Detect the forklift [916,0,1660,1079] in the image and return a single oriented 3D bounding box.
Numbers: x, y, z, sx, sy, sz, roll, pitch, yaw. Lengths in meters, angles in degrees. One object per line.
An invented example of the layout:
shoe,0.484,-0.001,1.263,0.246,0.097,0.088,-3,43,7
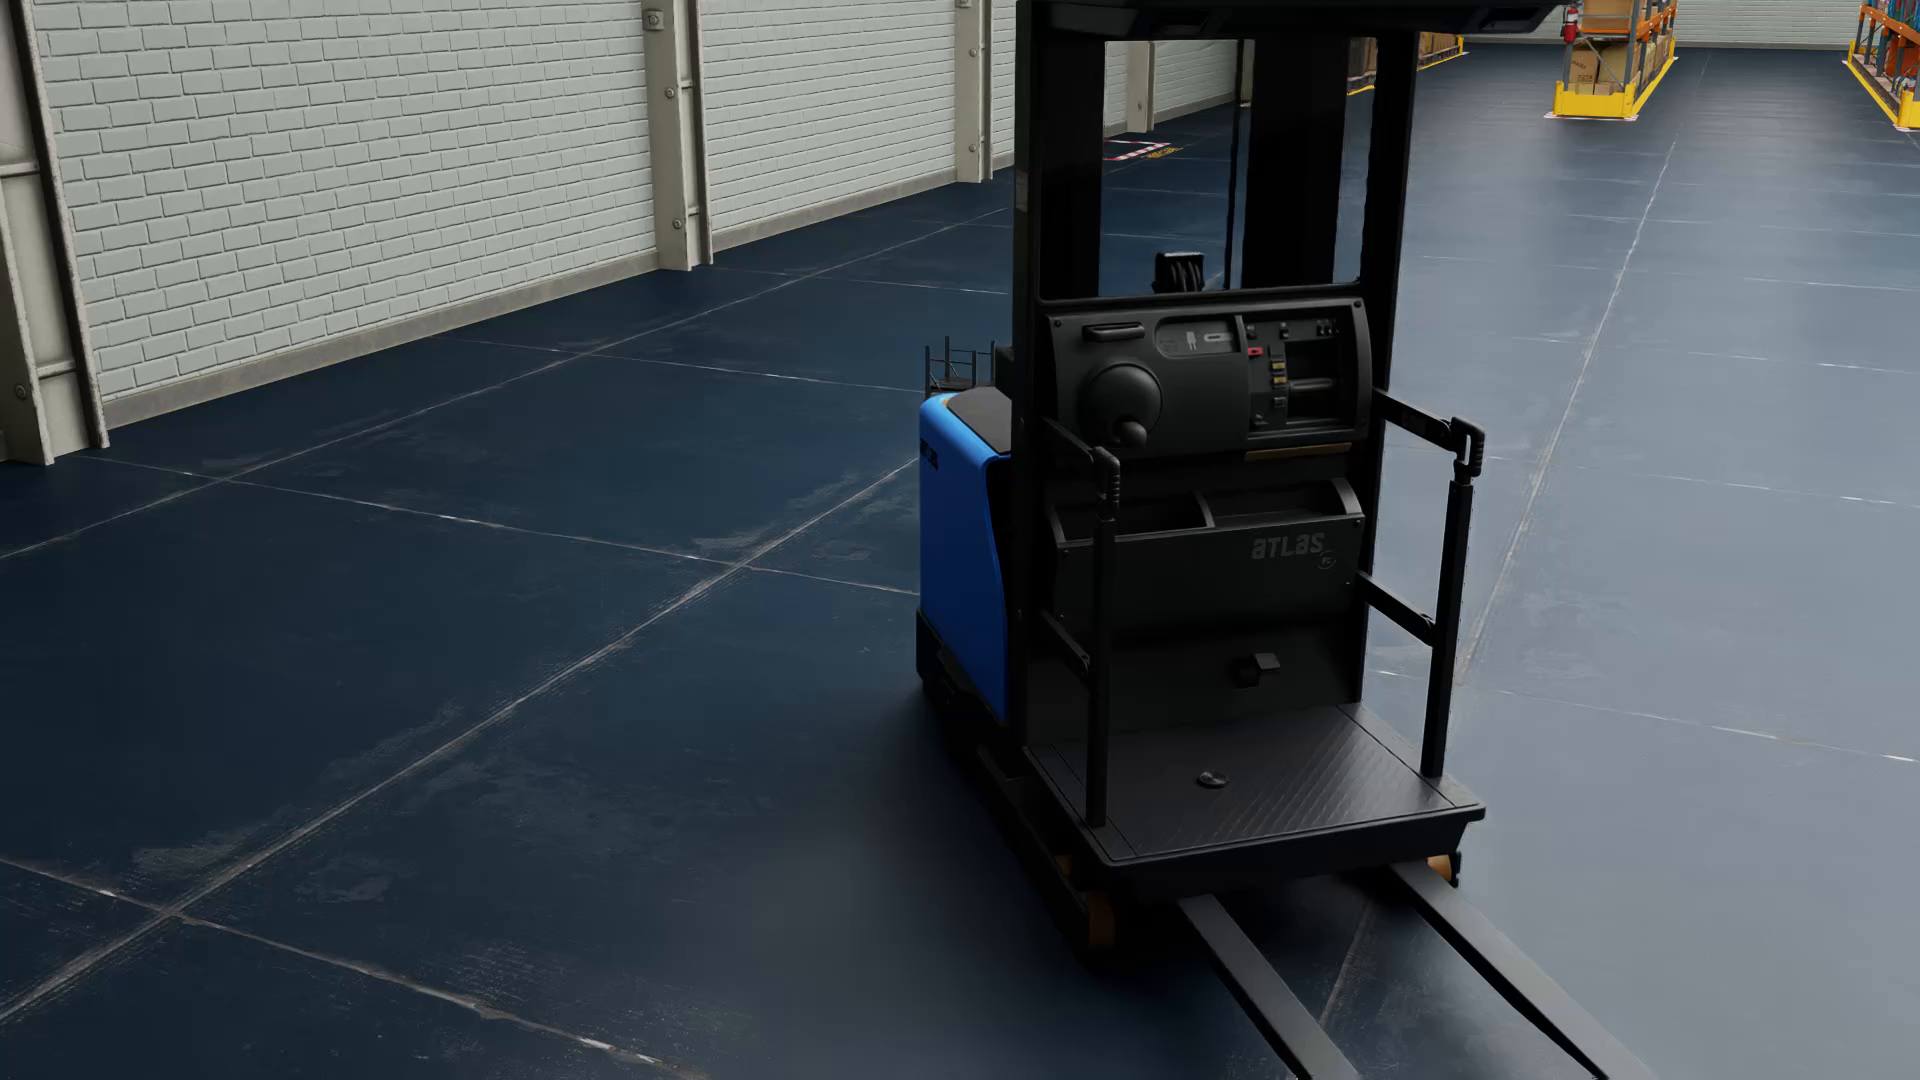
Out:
forklift,0.750,-0.437,4.325,1.130,2.935,3.031,-6,20,-15

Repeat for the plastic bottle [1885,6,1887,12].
plastic bottle,18.021,-10.308,32.274,0.097,0.201,0.097,0,20,0

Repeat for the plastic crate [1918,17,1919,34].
plastic crate,14.542,-7.646,24.714,0.499,0.251,0.616,9,21,23

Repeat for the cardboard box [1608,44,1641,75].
cardboard box,11.324,-8.205,28.421,0.500,0.500,0.500,9,21,23

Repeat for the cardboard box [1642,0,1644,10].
cardboard box,12.276,-9.866,30.586,0.500,0.500,0.500,10,22,27

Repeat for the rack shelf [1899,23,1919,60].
rack shelf,15.430,-7.794,25.983,1.077,0.370,4.000,9,21,23

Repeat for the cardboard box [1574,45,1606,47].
cardboard box,10.643,-8.124,28.193,0.500,0.500,0.500,9,21,23

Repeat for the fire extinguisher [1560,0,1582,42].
fire extinguisher,9.621,-8.194,26.148,0.296,0.674,0.183,9,21,23

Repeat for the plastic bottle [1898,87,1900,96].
plastic bottle,15.325,-7.303,27.046,0.097,0.201,0.097,0,20,0

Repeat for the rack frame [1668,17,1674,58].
rack frame,16.645,-13.094,39.811,1.000,3.000,0.127,9,21,23

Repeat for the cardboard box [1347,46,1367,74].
cardboard box,7.496,-9.361,32.388,0.700,0.500,0.500,9,22,25

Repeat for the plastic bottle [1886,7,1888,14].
plastic bottle,17.861,-10.189,31.940,0.097,0.201,0.097,0,20,0

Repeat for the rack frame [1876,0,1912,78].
rack frame,17.886,-9.968,31.020,1.000,3.000,0.127,9,21,23

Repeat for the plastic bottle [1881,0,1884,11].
plastic bottle,18.513,-10.689,33.233,0.152,0.276,0.135,9,21,23

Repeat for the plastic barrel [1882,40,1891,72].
plastic barrel,18.534,-9.526,32.751,0.600,0.588,0.708,9,21,23

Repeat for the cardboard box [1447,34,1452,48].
cardboard box,11.724,-12.412,40.997,0.700,0.500,0.500,8,21,23

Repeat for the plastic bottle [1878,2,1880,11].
plastic bottle,18.838,-10.931,33.913,0.152,0.276,0.135,9,21,23

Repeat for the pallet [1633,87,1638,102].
pallet,11.367,-7.874,29.296,1.003,0.211,1.213,9,21,23

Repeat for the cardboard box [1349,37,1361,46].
cardboard box,7.674,-9.849,32.642,0.500,0.250,0.500,8,21,22

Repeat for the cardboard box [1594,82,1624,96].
cardboard box,10.516,-7.239,26.823,0.500,0.250,0.500,9,21,23

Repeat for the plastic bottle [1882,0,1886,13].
plastic bottle,18.261,-10.541,32.808,0.061,0.283,0.133,9,21,23

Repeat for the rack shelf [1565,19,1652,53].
rack shelf,10.912,-8.475,27.897,1.077,0.370,4.000,9,21,23

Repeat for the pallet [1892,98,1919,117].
pallet,15.437,-6.857,26.435,1.003,0.211,1.213,9,21,23

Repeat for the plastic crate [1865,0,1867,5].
plastic crate,20.276,-11.993,37.018,0.250,0.136,0.298,9,21,23

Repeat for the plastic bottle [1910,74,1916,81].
plastic bottle,15.671,-7.494,27.362,0.144,0.351,0.185,9,21,23

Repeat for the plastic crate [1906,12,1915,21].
plastic crate,15.918,-8.573,27.191,0.767,0.338,0.504,9,21,23

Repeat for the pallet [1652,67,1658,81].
pallet,13.709,-9.558,34.029,1.003,0.211,1.213,9,21,23

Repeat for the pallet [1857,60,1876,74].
pallet,19.790,-10.107,35.572,1.003,0.211,1.213,9,21,23

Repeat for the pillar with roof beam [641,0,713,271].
pillar with roof beam,1.626,-5.947,10.763,9.100,9.000,0.400,9,21,23

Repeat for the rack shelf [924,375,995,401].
rack shelf,0.003,-0.649,7.246,0.258,0.077,0.200,9,21,23

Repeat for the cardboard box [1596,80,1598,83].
cardboard box,10.237,-7.464,27.457,0.500,0.250,0.500,9,21,23

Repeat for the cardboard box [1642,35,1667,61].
cardboard box,15.066,-10.711,36.183,0.500,0.500,0.500,8,21,22

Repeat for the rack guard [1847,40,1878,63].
rack guard,21.160,-11.245,38.341,1.175,0.500,0.348,9,21,23

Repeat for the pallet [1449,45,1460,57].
pallet,11.868,-12.203,41.468,1.003,0.211,1.213,9,21,23

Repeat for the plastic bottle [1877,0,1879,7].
plastic bottle,18.985,-11.082,34.327,0.061,0.283,0.133,9,21,23

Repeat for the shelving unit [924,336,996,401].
shelving unit,0.003,-0.426,7.325,0.258,0.900,0.210,9,21,23

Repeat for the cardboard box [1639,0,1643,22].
cardboard box,11.555,-9.336,29.095,0.700,0.500,0.500,8,21,21

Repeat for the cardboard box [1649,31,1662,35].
cardboard box,15.772,-11.477,38.334,0.797,0.503,0.637,9,21,23

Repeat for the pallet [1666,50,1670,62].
pallet,16.288,-11.513,39.527,1.003,0.211,1.213,9,21,23

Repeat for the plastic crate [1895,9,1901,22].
plastic crate,16.704,-9.216,29.223,0.450,0.188,0.662,9,21,23

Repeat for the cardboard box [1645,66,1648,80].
cardboard box,12.542,-8.732,31.022,0.500,0.250,0.500,8,21,21

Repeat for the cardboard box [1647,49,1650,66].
cardboard box,12.548,-8.995,30.925,0.500,0.311,0.500,8,21,21

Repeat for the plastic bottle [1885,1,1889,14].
plastic bottle,17.981,-10.311,32.179,0.097,0.271,0.097,0,20,0

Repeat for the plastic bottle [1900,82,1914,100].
plastic bottle,15.091,-7.141,26.480,0.152,0.276,0.135,9,21,23

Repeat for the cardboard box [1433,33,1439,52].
cardboard box,10.886,-11.784,39.232,0.700,0.500,0.500,9,21,23

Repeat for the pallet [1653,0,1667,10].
pallet,14.161,-11.153,34.640,1.003,0.211,1.213,9,21,23

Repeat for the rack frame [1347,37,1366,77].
rack frame,7.210,-10.104,31.404,1.000,3.000,0.127,9,21,23

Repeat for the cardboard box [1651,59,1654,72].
cardboard box,13.376,-9.356,32.778,0.500,0.250,0.500,9,22,24

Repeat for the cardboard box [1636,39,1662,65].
cardboard box,14.235,-10.091,34.442,0.500,0.500,0.500,8,21,22

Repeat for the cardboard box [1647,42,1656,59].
cardboard box,13.379,-9.621,32.685,0.500,0.311,0.500,9,22,24

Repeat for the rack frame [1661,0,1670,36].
rack frame,15.007,-11.871,36.372,1.000,3.000,0.127,9,21,23

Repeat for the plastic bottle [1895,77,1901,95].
plastic bottle,15.611,-7.529,27.571,0.152,0.276,0.135,9,22,25

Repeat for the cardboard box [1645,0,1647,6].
cardboard box,13.180,-10.501,32.653,0.500,0.311,0.500,10,22,26

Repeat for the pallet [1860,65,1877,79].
pallet,19.170,-9.646,34.278,1.003,0.211,1.213,9,21,23

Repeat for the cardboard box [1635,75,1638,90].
cardboard box,11.335,-7.850,28.542,0.500,0.250,0.500,9,21,23
